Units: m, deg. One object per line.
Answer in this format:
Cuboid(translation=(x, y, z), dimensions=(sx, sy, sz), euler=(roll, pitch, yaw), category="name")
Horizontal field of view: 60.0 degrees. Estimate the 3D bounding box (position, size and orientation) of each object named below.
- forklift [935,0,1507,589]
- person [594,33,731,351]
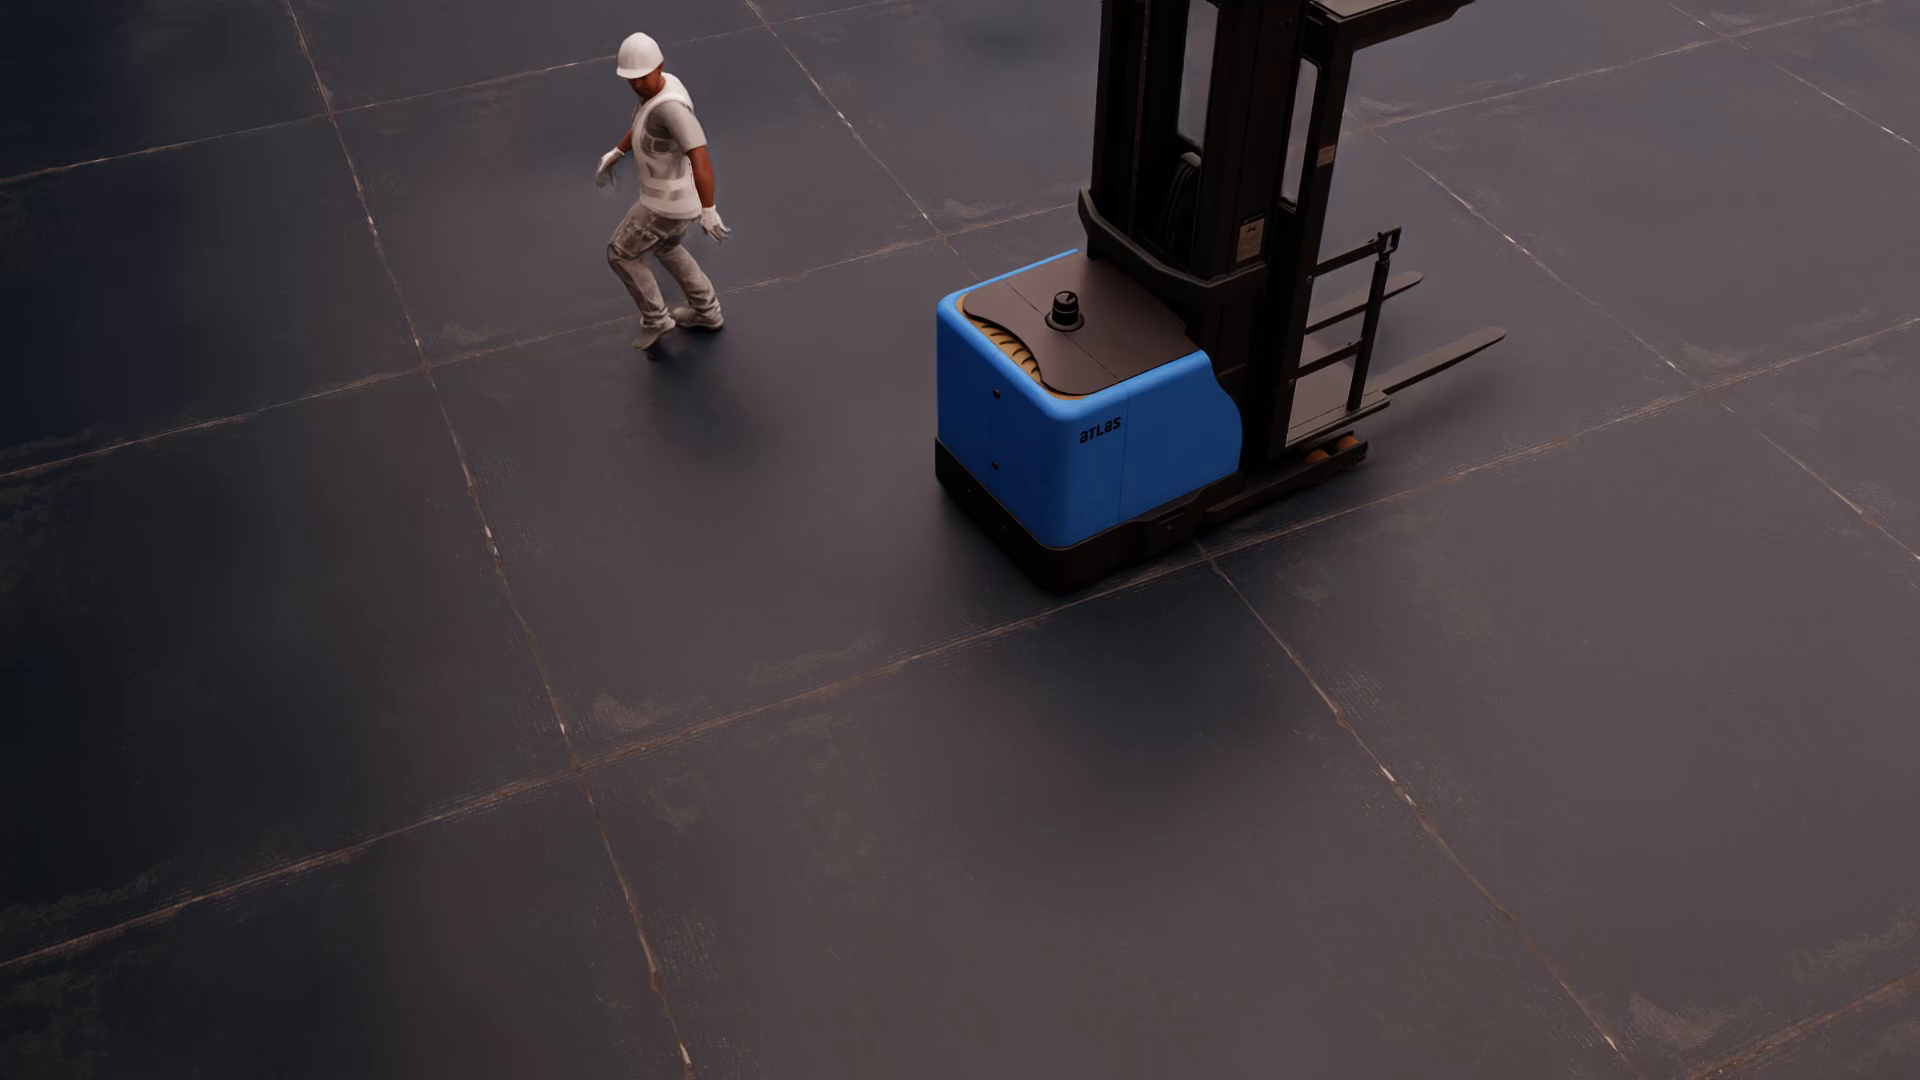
Cuboid(translation=(1.397, -1.627, 7.424), dimensions=(3.031, 2.935, 1.130), euler=(-24, 48, -23), category="forklift")
Cuboid(translation=(-1.486, -1.743, 8.475), dimensions=(0.797, 1.759, 0.689), euler=(6, 43, 6), category="person")
